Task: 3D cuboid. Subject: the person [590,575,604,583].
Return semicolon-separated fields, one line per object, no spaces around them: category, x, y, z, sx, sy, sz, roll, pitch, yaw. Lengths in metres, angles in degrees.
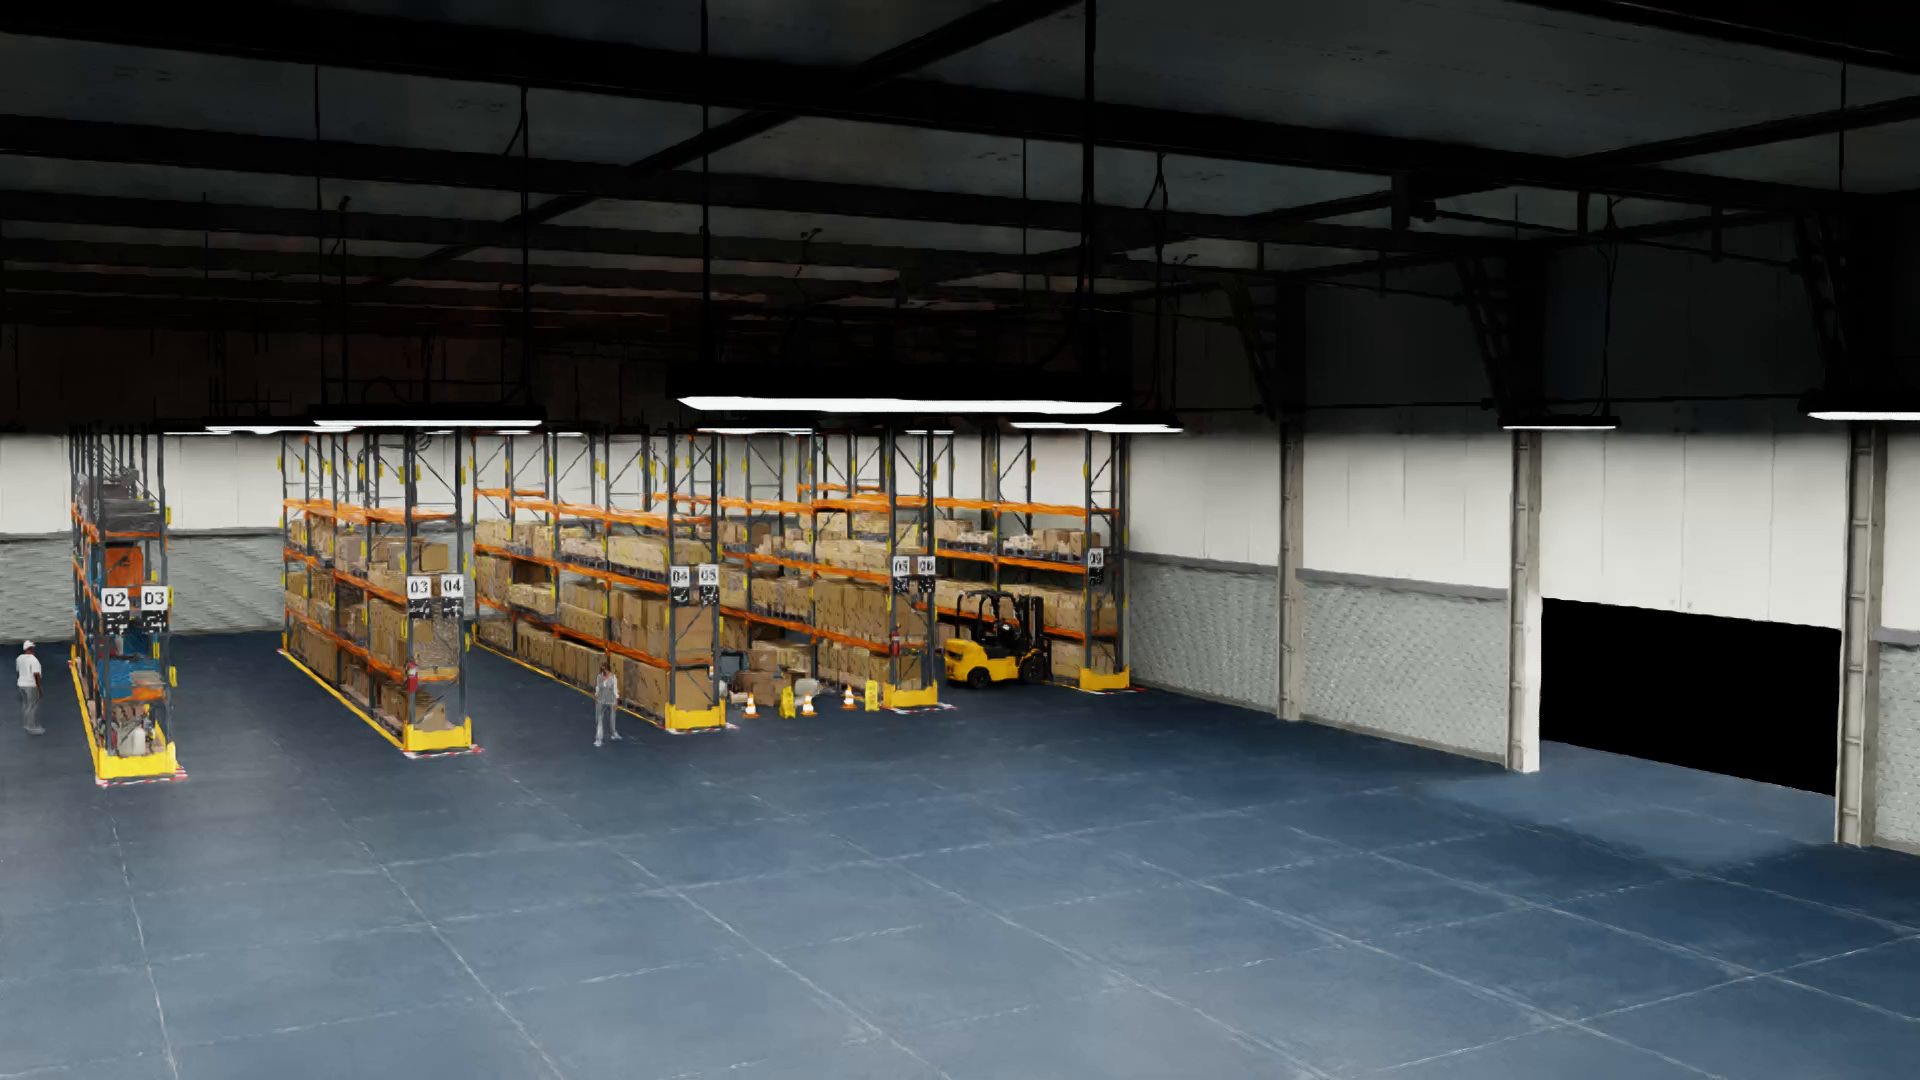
person;-10.832;1.772;49.544;0.645;1.759;0.387;2;4;30

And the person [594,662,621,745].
person;-6.600;3.029;31.068;0.457;1.541;0.884;0;4;-6

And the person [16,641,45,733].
person;-17.984;2.830;32.230;0.632;1.771;0.447;2;4;29
